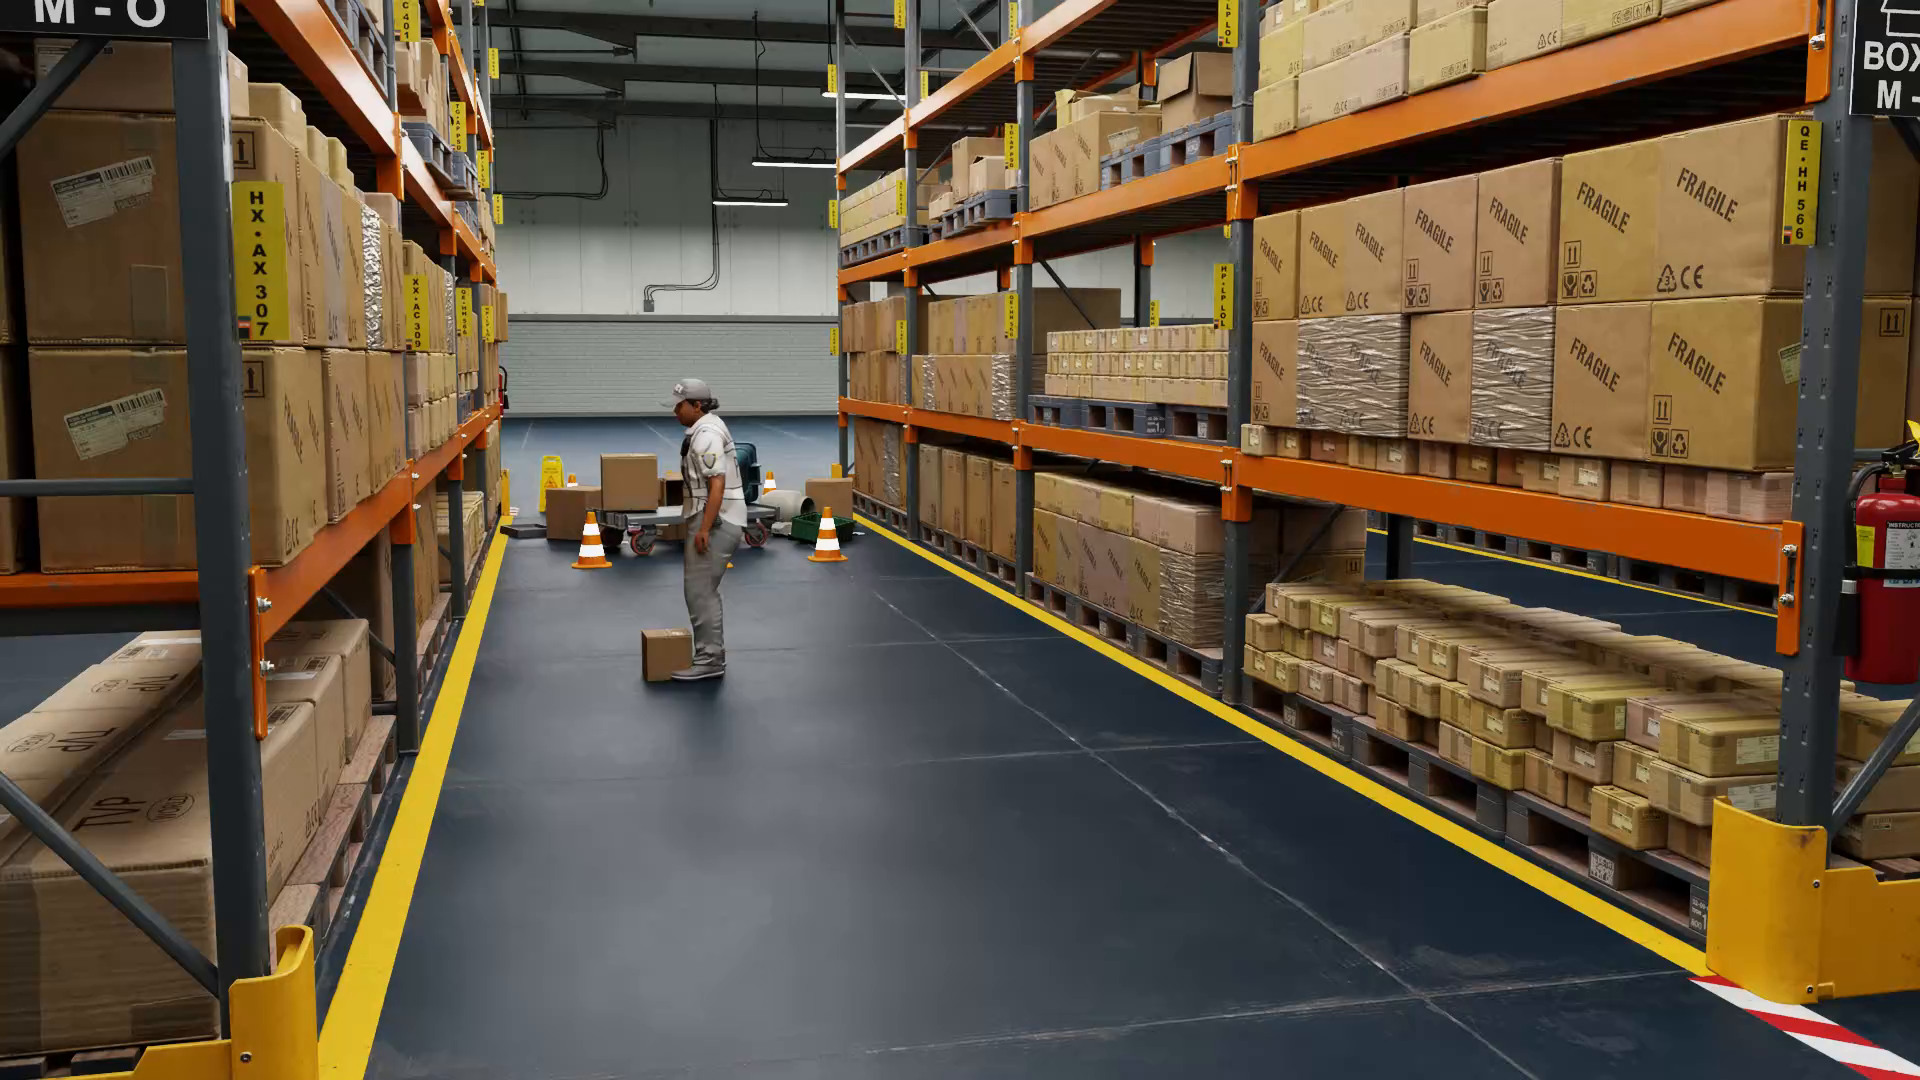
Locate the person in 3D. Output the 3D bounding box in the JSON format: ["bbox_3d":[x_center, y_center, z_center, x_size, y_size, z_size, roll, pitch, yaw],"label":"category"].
[{"bbox_3d":[-1.437,-0.070,9.292,0.452,1.666,0.538,-1,6,-13],"label":"person"}]
